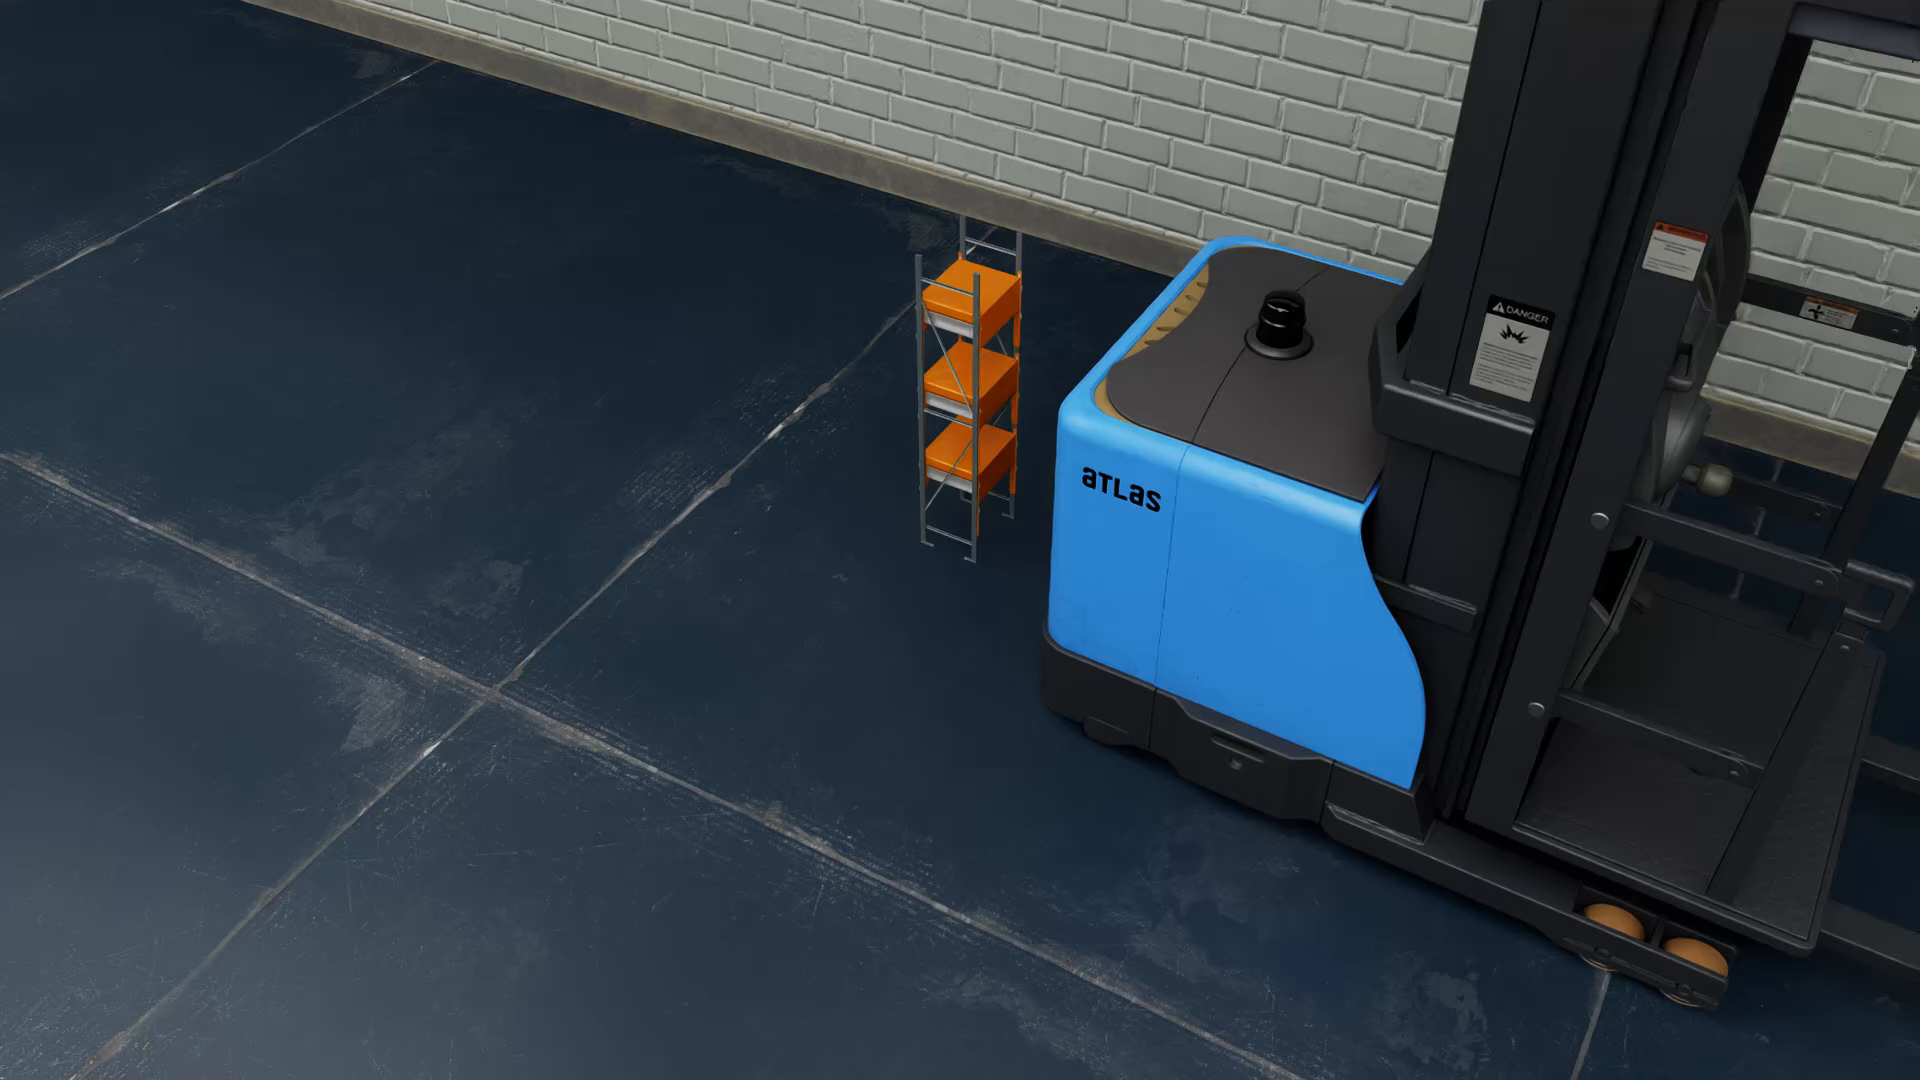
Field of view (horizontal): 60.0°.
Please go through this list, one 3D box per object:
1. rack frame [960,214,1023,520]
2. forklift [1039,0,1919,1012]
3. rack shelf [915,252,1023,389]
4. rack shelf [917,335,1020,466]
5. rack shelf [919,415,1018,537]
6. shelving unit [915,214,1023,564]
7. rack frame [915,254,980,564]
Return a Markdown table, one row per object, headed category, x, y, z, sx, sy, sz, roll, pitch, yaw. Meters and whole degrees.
| category | x | y | z | sx | sy | sz | roll | pitch | yaw |
| --- | --- | --- | --- | --- | --- | --- | --- | --- | --- |
| rack frame | 0.088 | -0.494 | 5.017 | 0.200 | 1.050 | 0.008 | 21 | 45 | 22 |
| forklift | 1.754 | -0.390 | 3.475 | 3.031 | 2.935 | 1.130 | 21 | 46 | 22 |
| rack shelf | 0.027 | -0.630 | 4.757 | 0.215 | 0.259 | 0.240 | 21 | 45 | 22 |
| rack shelf | 0.027 | -0.417 | 4.945 | 0.215 | 0.259 | 0.240 | 21 | 45 | 22 |
| rack shelf | 0.027 | -0.208 | 5.128 | 0.215 | 0.259 | 0.240 | 21 | 45 | 22 |
| shelving unit | 0.027 | -0.425 | 4.938 | 0.215 | 1.050 | 0.252 | 21 | 45 | 22 |
| rack frame | -0.034 | -0.355 | 4.859 | 0.200 | 1.050 | 0.008 | 21 | 45 | 22 |
